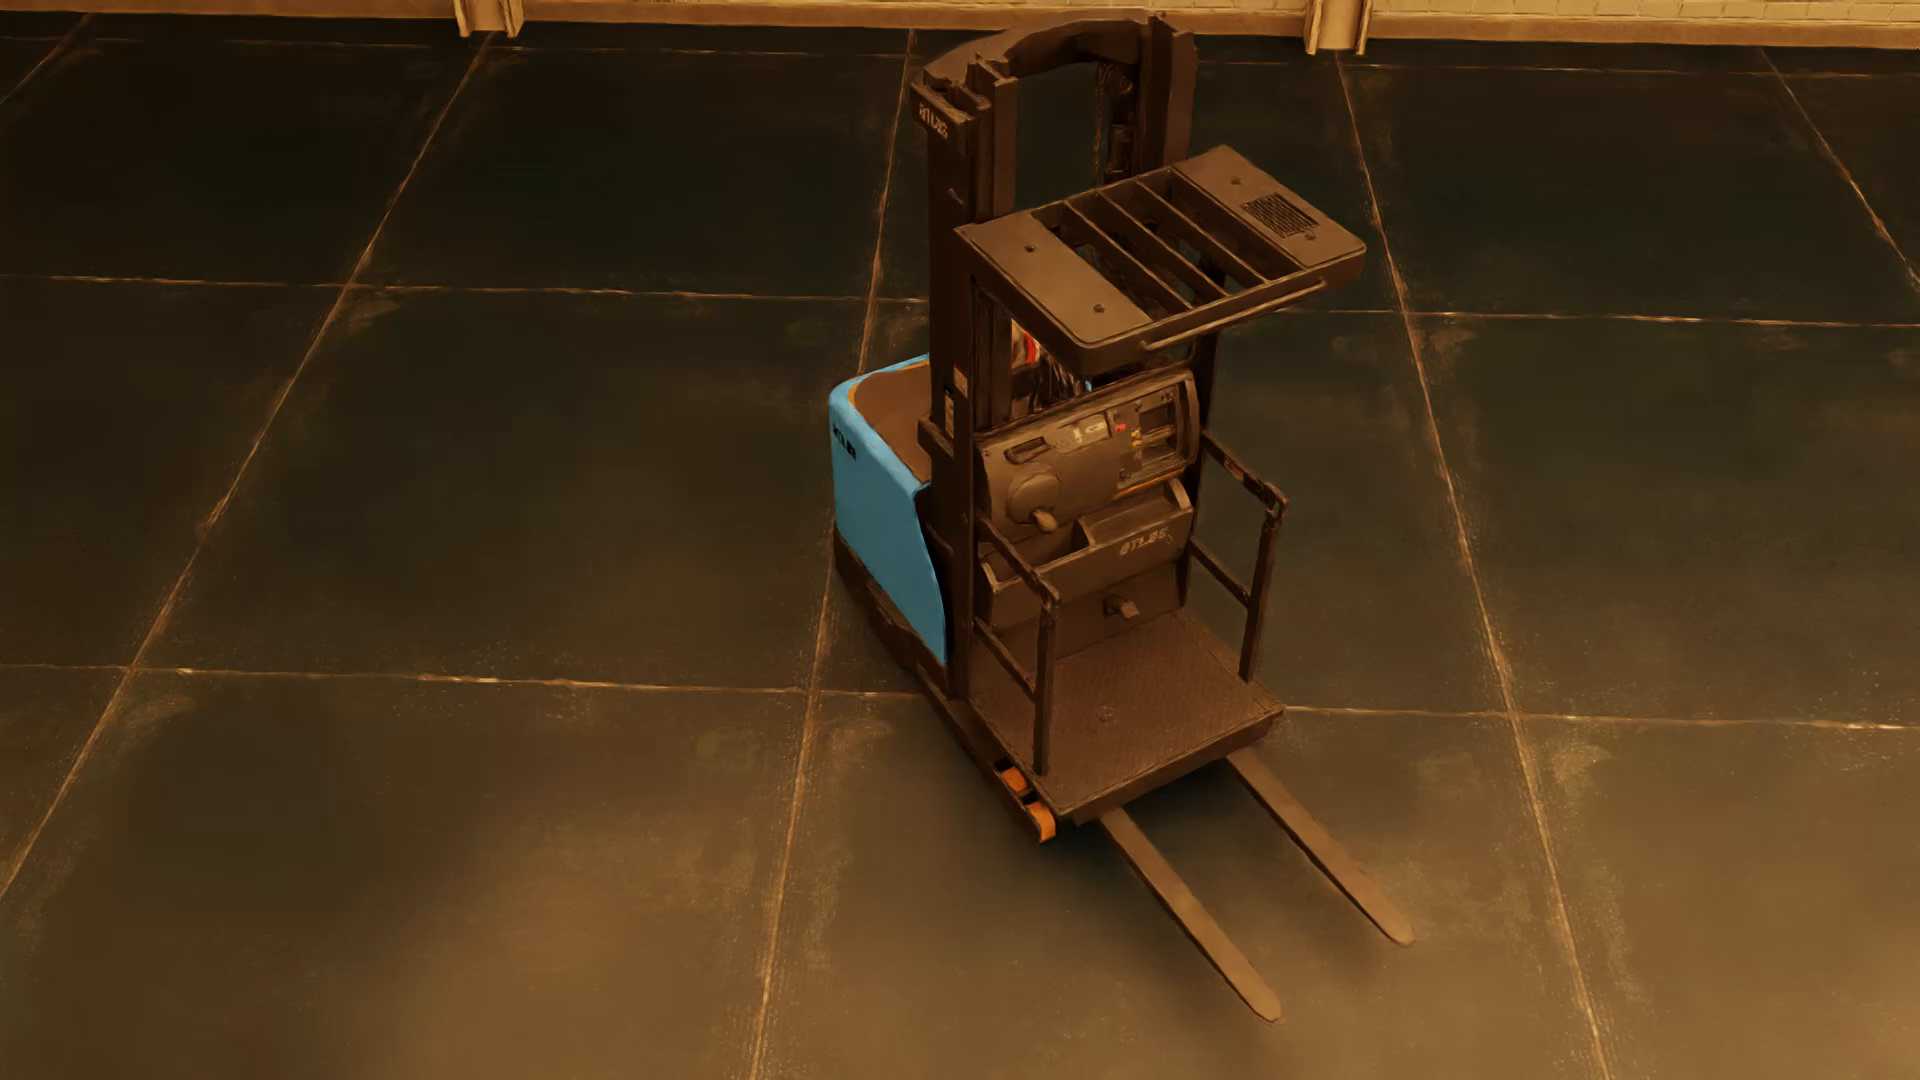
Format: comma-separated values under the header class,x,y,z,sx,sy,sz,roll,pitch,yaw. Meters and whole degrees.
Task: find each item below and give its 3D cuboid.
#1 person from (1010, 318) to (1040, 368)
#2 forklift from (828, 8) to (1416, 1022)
class,x,y,z,sx,sy,sz,roll,pitch,yaw
person,0.320,-0.599,7.265,0.728,1.764,0.734,-2,42,-2
forklift,0.600,-0.244,6.010,1.130,2.935,3.031,-21,47,-22
